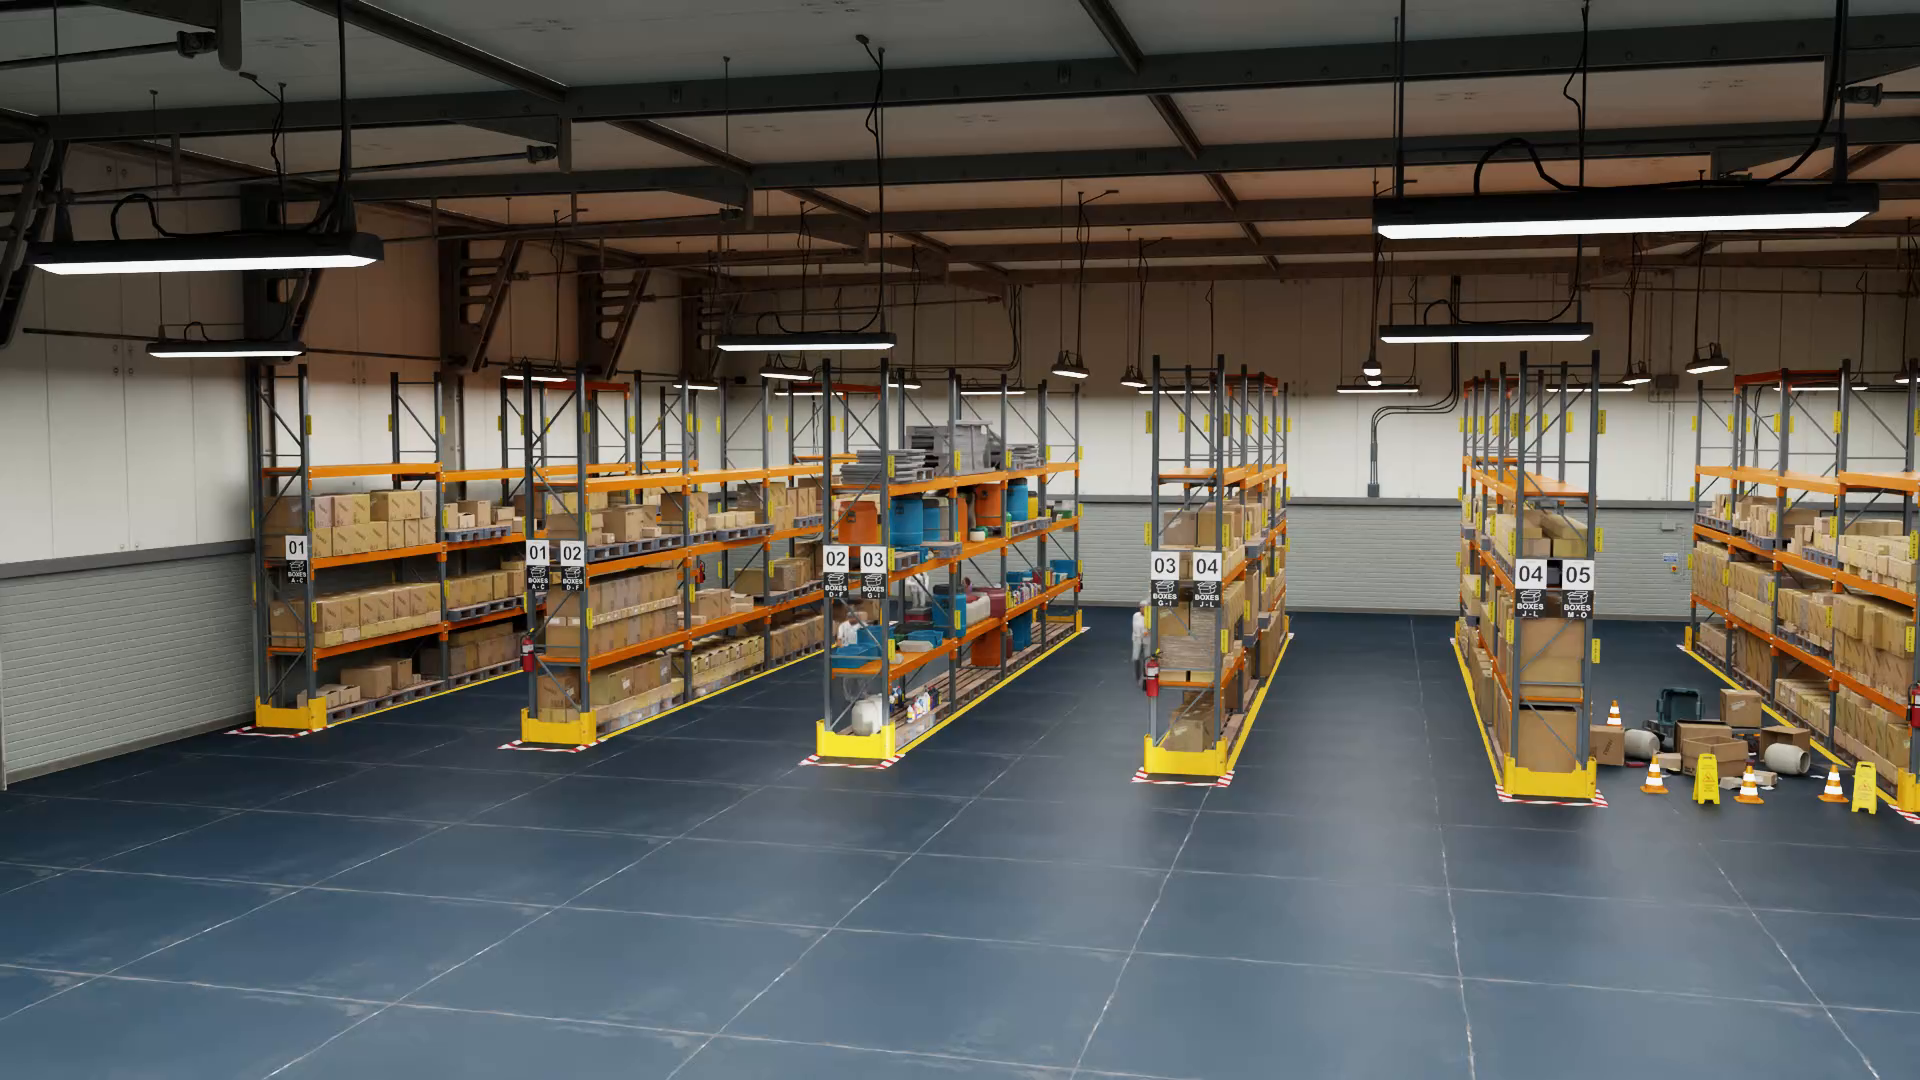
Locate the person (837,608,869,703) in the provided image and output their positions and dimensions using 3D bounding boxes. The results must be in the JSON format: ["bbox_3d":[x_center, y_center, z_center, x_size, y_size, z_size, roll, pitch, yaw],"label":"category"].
[{"bbox_3d":[-1.901,2.085,30.127,0.634,1.740,0.647,-1,4,-19],"label":"person"}]

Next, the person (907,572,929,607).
[{"bbox_3d":[-1.066,1.306,41.619,0.531,1.700,0.657,0,4,-4],"label":"person"}]

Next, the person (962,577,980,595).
[{"bbox_3d":[0.327,1.601,38.574,0.566,1.548,0.916,2,5,30],"label":"person"}]

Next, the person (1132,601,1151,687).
[{"bbox_3d":[3.538,1.999,31.934,0.499,1.675,0.801,1,4,13],"label":"person"}]
